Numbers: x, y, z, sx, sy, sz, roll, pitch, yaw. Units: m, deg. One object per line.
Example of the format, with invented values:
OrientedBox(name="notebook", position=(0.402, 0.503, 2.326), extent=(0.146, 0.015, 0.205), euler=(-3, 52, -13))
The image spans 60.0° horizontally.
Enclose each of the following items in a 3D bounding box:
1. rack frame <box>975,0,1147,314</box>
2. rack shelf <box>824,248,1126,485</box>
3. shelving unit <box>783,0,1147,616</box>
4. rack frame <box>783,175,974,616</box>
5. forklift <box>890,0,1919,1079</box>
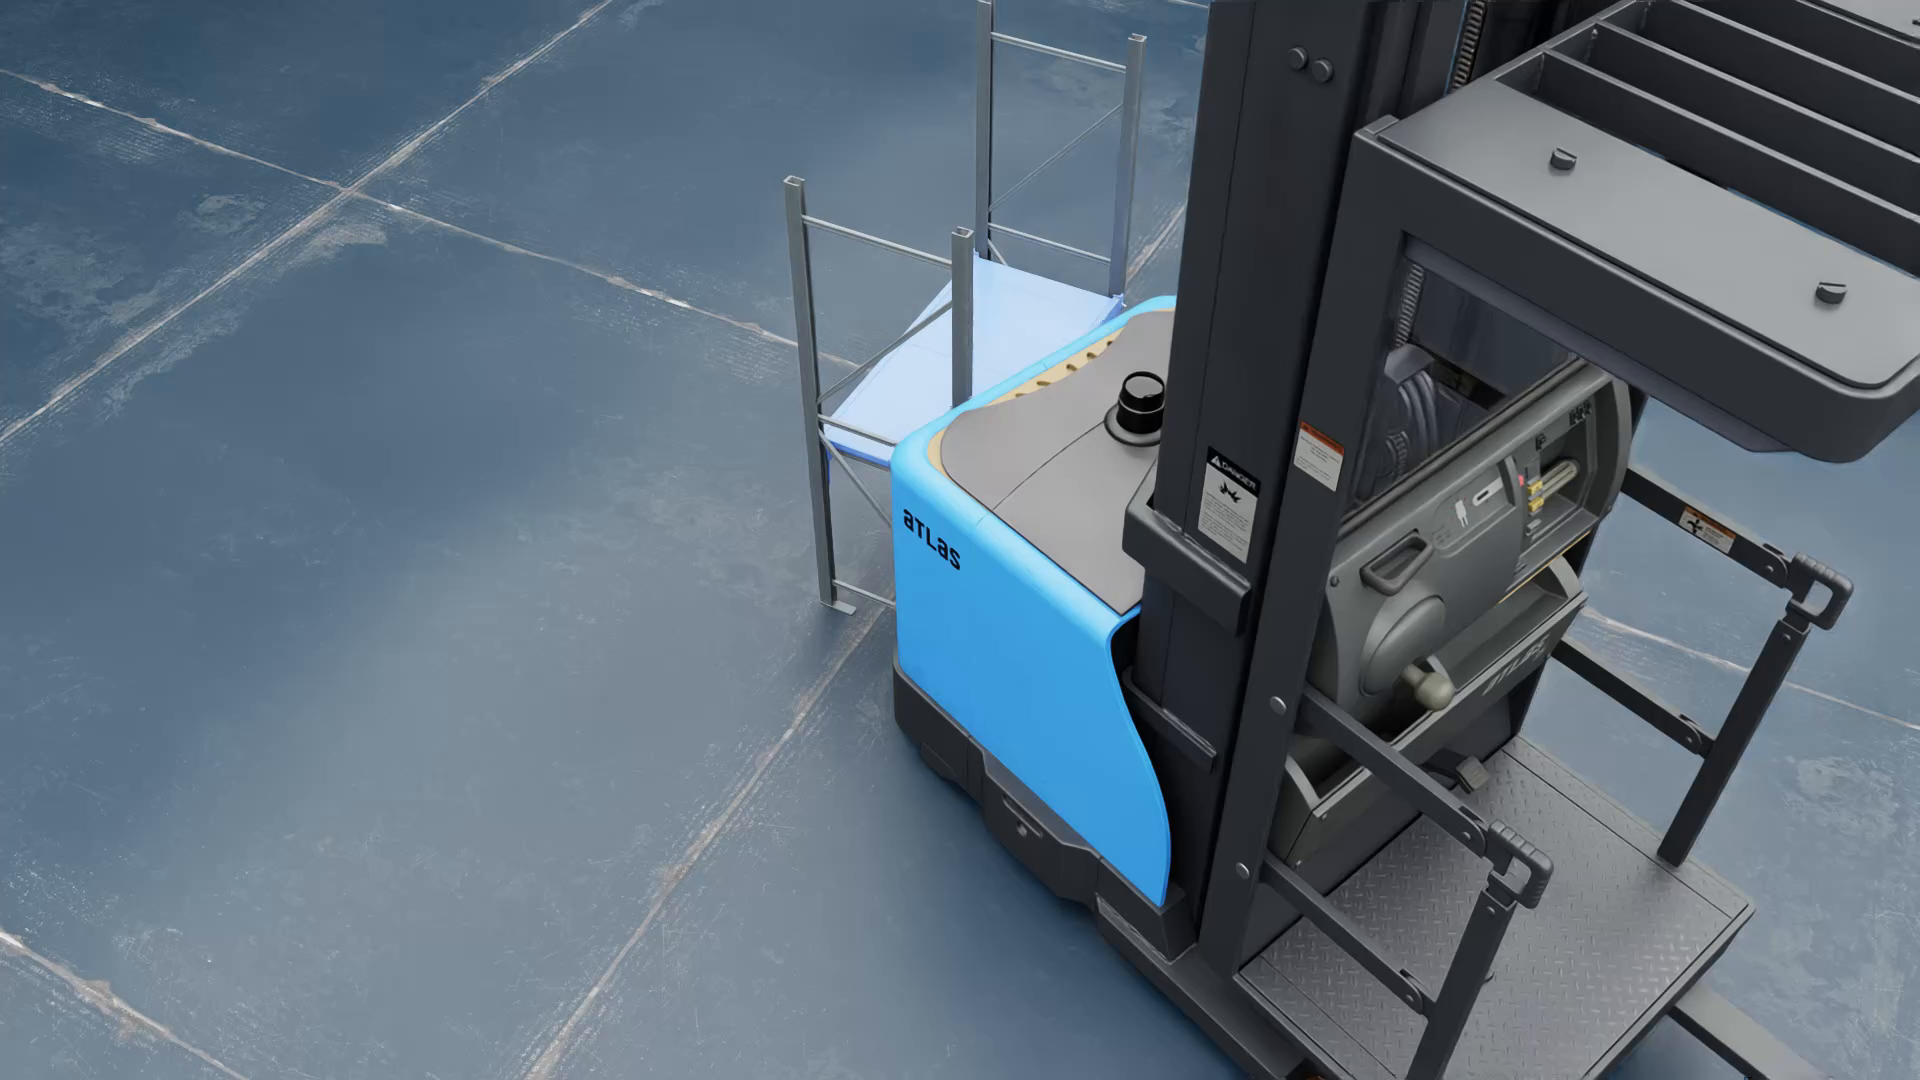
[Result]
OrientedBox(name="rack frame", position=(0.276, -0.901, 5.086), extent=(0.500, 1.500, 0.032), euler=(20, 49, 19))
OrientedBox(name="rack shelf", position=(0.040, -0.455, 4.898), extent=(0.538, 0.185, 1.000), euler=(20, 49, 19))
OrientedBox(name="shelving unit", position=(0.040, -0.581, 4.770), extent=(0.538, 1.500, 1.048), euler=(20, 49, 19))
OrientedBox(name="rack frame", position=(-0.196, -0.261, 4.453), extent=(0.500, 1.500, 0.032), euler=(20, 49, 19))
OrientedBox(name="forklift", position=(1.157, 0.070, 3.120), extent=(1.130, 2.935, 3.031), euler=(-31, 53, -27))
